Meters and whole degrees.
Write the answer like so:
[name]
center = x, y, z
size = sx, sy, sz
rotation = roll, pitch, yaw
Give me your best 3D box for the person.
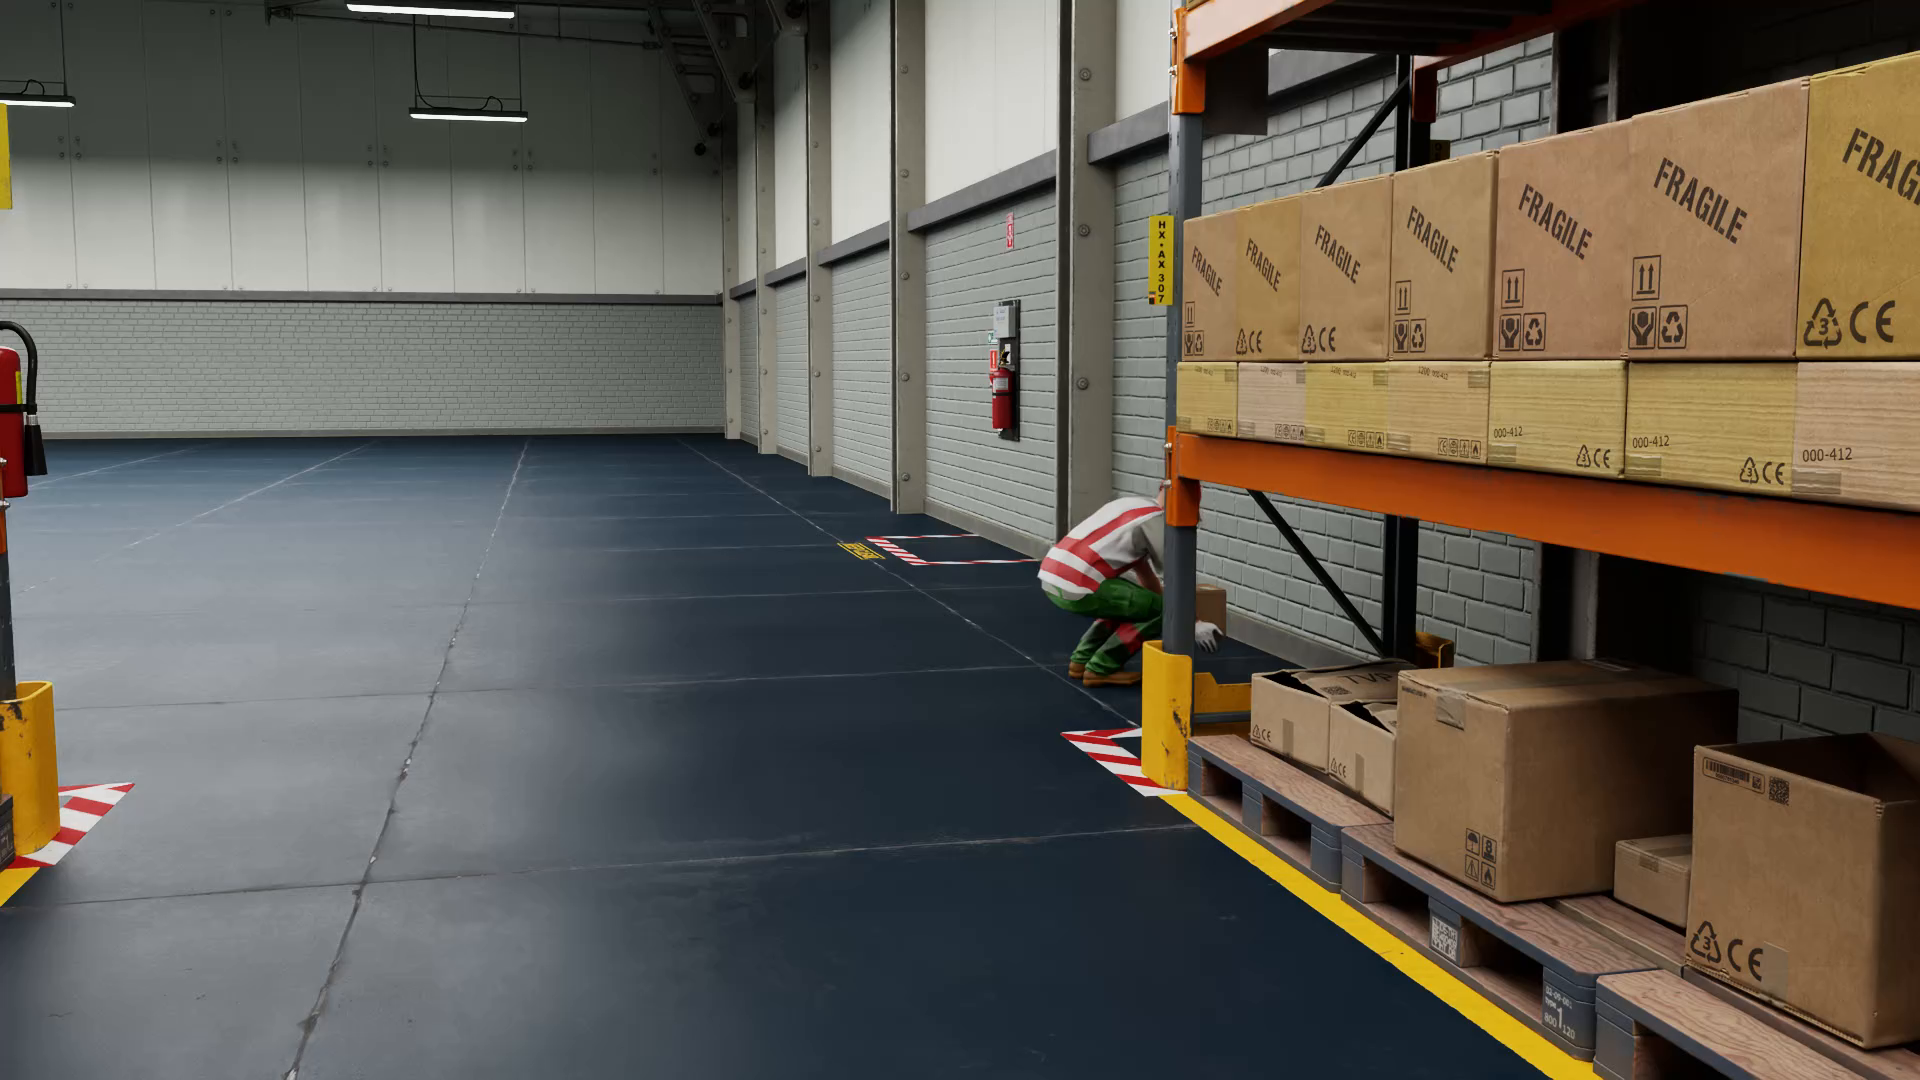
[person]
center = 0.819, 0.192, 8.215
size = 0.881, 1.006, 0.572
rotation = -1, 6, -14
